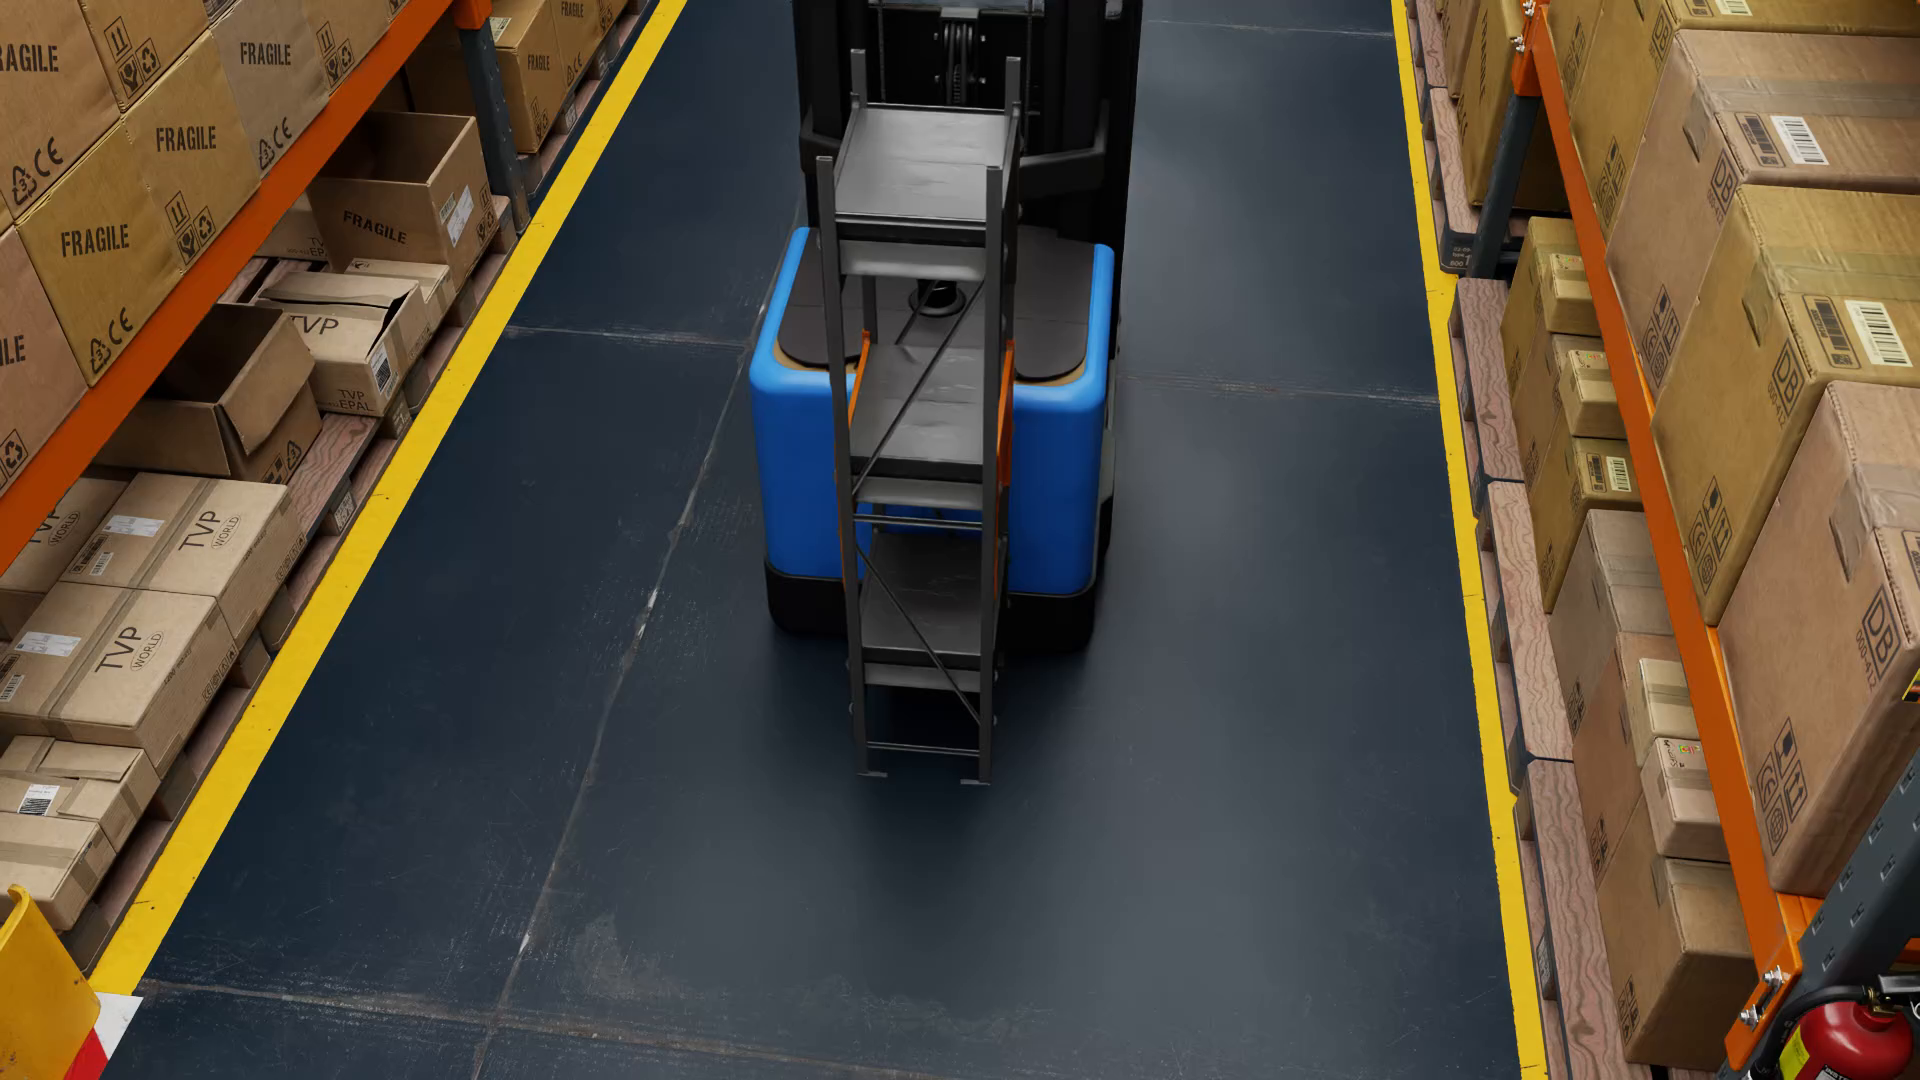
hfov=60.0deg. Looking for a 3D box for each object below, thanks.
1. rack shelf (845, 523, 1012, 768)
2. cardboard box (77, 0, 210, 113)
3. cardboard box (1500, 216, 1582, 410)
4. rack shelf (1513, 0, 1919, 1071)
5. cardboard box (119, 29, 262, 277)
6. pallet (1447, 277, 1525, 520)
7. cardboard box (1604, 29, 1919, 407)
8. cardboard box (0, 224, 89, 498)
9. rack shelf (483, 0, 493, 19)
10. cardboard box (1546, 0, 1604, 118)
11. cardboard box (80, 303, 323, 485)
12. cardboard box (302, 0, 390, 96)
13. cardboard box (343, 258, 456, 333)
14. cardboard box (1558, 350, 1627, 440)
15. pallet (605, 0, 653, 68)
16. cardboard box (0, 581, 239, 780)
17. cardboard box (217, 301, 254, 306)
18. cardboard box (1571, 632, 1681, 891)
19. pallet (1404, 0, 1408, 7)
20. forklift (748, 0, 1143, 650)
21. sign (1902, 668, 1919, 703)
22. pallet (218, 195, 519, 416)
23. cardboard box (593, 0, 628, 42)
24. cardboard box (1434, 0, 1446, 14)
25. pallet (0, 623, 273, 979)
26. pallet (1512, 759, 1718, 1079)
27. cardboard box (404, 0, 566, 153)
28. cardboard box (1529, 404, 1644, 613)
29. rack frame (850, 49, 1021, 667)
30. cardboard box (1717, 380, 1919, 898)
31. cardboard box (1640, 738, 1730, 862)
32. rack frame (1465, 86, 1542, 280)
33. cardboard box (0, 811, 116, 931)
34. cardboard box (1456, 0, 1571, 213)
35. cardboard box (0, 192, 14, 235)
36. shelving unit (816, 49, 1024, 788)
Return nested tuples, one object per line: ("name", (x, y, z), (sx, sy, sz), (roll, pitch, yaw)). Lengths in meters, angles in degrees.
("rack shelf", (-0.083, 0.309, 4.934), (0.431, 0.518, 0.480), (4, 44, 4))
("cardboard box", (-2.372, -1.473, 4.324), (0.500, 0.500, 0.500), (5, 44, 5))
("cardboard box", (2.348, -0.774, 5.899), (0.700, 0.500, 0.500), (6, 44, 6))
("rack shelf", (2.284, -0.406, 4.520), (1.077, 0.370, 4.000), (5, 44, 6))
("cardboard box", (-2.371, -1.101, 4.658), (0.500, 0.500, 0.500), (6, 44, 6))
("pallet", (2.370, -0.506, 6.131), (1.003, 0.211, 1.213), (5, 44, 6))
("cardboard box", (2.272, -0.777, 4.171), (0.980, 0.700, 0.700), (3, 44, 3))
("cardboard box", (-2.508, -0.418, 3.937), (0.500, 0.500, 0.500), (5, 44, 5))
("rack shelf", (-2.098, -3.579, 7.872), (1.077, 0.370, 4.000), (5, 44, 6))
("cardboard box", (2.461, -1.771, 5.220), (0.980, 0.700, 0.700), (6, 44, 6))
("cardboard box", (-2.605, -0.450, 5.539), (0.797, 0.503, 0.637), (5, 44, 6))
("cardboard box", (-2.241, -1.798, 5.395), (0.500, 0.500, 0.500), (6, 44, 7))
("cardboard box", (-2.146, -0.927, 6.301), (0.380, 0.149, 0.250), (5, 44, 6))
("cardboard box", (2.053, -0.437, 5.071), (0.380, 0.149, 0.250), (4, 44, 4))
("pallet", (-2.133, -2.857, 8.613), (1.003, 0.211, 1.213), (5, 44, 6))
("cardboard box", (-2.472, 0.402, 4.824), (0.500, 0.250, 0.500), (5, 44, 6))
("cardboard box", (-2.737, -0.752, 6.103), (0.380, 0.166, 0.250), (5, 44, 6))
("cardboard box", (2.079, 0.624, 4.422), (0.700, 0.500, 0.500), (5, 44, 5))
("pallet", (2.898, -3.213, 8.990), (1.003, 0.211, 1.213), (5, 44, 6))
("forklift", (0.049, -1.727, 5.442), (1.130, 2.935, 3.031), (4, 44, 4))
("sign", (1.484, 0.131, 2.416), (0.100, 0.325, 0.005), (5, 44, 6))
("pallet", (-2.454, -0.997, 6.650), (1.003, 0.211, 1.213), (5, 44, 6))
("cardboard box", (-1.924, -2.742, 7.962), (0.500, 0.500, 0.500), (6, 44, 6))
("cardboard box", (2.728, -3.042, 8.039), (0.750, 0.750, 0.750), (5, 44, 5))
("pallet", (-2.776, 0.666, 4.893), (1.003, 0.211, 1.213), (5, 44, 6))
("pallet", (2.048, 1.157, 4.375), (1.003, 0.211, 1.213), (5, 44, 6))
("cardboard box", (-2.057, -2.037, 7.218), (0.500, 0.500, 0.500), (3, 44, 4))
("cardboard box", (2.208, -0.083, 5.168), (0.700, 0.500, 0.500), (6, 44, 6))
("rack frame", (-0.058, -0.376, 4.619), (0.400, 2.100, 0.015), (4, 44, 4))
("cardboard box", (2.077, 0.239, 3.098), (0.980, 0.700, 0.700), (7, 44, 7))
("cardboard box", (1.849, 0.626, 3.948), (0.380, 0.149, 0.250), (5, 44, 5))
("rack frame", (2.549, -2.030, 5.712), (1.000, 3.000, 0.127), (5, 44, 6))
("cardboard box", (-2.495, 0.870, 4.403), (0.380, 0.149, 0.250), (5, 44, 6))
("cardboard box", (2.506, -1.857, 6.787), (0.750, 0.750, 0.750), (6, 44, 6))
("cardboard box", (-2.509, -0.786, 3.599), (0.500, 0.500, 0.500), (6, 44, 6))
("shelving unit", (-0.083, -0.209, 4.443), (0.431, 2.100, 0.503), (4, 44, 4))
